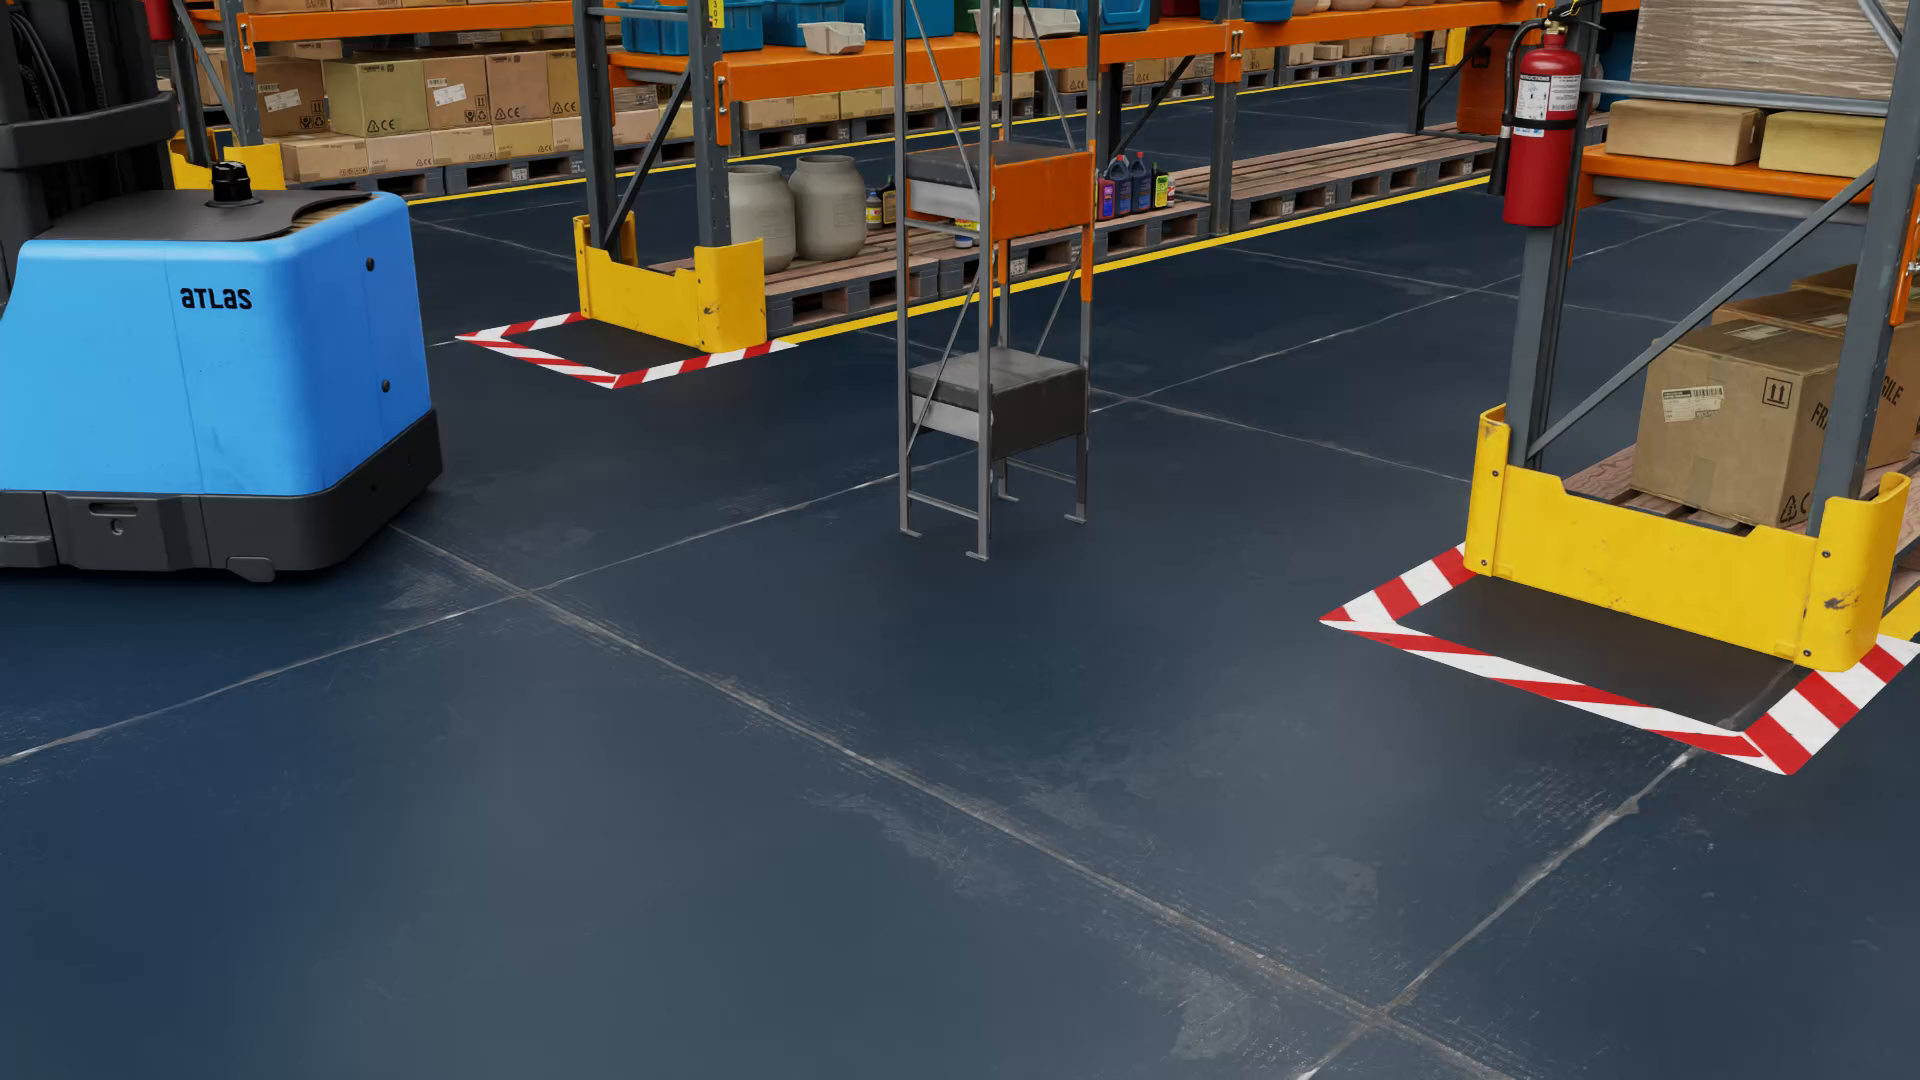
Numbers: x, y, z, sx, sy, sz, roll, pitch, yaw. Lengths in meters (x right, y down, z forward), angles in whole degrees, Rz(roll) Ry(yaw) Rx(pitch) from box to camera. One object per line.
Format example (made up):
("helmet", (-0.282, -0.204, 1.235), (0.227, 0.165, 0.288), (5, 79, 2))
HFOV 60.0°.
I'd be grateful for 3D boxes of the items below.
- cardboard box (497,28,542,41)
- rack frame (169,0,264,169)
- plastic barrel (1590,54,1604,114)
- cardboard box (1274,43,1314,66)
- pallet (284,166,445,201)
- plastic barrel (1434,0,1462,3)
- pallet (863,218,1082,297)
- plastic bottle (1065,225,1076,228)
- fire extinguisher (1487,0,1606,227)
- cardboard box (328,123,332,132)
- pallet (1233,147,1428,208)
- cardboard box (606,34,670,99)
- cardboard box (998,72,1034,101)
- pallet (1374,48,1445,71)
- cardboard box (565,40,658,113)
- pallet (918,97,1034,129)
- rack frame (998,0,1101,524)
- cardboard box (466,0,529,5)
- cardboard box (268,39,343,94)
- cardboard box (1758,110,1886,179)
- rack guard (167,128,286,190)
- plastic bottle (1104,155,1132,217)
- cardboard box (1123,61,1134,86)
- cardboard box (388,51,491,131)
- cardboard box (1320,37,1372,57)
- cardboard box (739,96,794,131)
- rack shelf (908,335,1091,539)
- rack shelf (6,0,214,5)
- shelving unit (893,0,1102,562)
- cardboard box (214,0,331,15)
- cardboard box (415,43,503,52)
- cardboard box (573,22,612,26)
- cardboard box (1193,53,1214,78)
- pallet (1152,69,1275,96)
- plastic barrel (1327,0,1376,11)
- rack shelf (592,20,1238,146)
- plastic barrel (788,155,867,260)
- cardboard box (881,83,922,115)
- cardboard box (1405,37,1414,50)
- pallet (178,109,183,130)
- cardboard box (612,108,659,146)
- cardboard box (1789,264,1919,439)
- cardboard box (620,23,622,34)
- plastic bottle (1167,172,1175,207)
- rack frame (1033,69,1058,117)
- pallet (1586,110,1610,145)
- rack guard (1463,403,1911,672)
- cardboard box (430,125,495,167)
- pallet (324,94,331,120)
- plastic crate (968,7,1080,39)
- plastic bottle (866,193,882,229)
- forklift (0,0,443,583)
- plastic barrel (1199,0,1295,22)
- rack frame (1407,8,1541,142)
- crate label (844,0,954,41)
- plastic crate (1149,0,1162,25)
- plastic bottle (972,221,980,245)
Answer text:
("cardboard box", (-4.950, -5.318, 18.101), (0.700, 0.500, 0.500), (19, 28, 40))
("rack frame", (-5.015, -3.674, 10.952), (1.000, 3.000, 0.127), (19, 28, 41))
("plastic barrel", (5.559, -4.112, 14.974), (0.421, 0.512, 0.421), (0, 21, 0))
("cardboard box", (3.805, -5.762, 19.520), (0.500, 0.311, 0.500), (19, 28, 41))
("pallet", (-4.511, -2.579, 11.991), (1.003, 0.211, 1.213), (19, 28, 41))
("plastic barrel", (3.548, -4.224, 12.227), (0.421, 0.512, 0.421), (0, 21, 0))
("pallet", (-0.027, -1.682, 9.657), (1.003, 0.211, 1.213), (19, 28, 41))
("plastic bottle", (0.604, -1.984, 9.740), (0.135, 0.276, 0.152), (-20, 28, -41))
("fire extinguisher", (1.671, -1.243, 4.736), (0.296, 0.674, 0.183), (19, 28, 41))
("cardboard box", (-4.512, -2.930, 12.263), (0.500, 0.250, 0.500), (19, 28, 41))
("pallet", (2.693, -2.686, 12.269), (1.003, 0.211, 1.213), (19, 28, 41))
("cardboard box", (-2.772, -3.924, 13.804), (0.500, 0.500, 0.500), (19, 28, 41))
("cardboard box", (0.374, -4.446, 16.209), (0.500, 0.250, 0.500), (-19, 28, -41))
("pallet", (5.539, -6.260, 21.568), (1.003, 0.211, 1.213), (19, 28, 41))
("cardboard box", (-2.748, -3.665, 13.131), (0.500, 0.500, 0.500), (19, 28, 41))
("pallet", (-0.036, -4.227, 16.277), (1.003, 0.211, 1.213), (19, 28, 41))
("rack frame", (0.286, -1.085, 5.472), (0.400, 2.100, 0.015), (19, 28, 41))
("cardboard box", (-3.602, -4.236, 12.275), (0.500, 0.500, 0.700), (-19, 28, -40))
("cardboard box", (-6.471, -4.703, 16.499), (0.500, 0.500, 0.500), (17, 27, 37))
("cardboard box", (2.450, -1.090, 4.579), (0.380, 0.149, 0.250), (19, 28, 41))
("rack guard", (-5.031, -2.501, 11.384), (1.175, 0.500, 0.348), (19, 28, 41))
("plastic bottle", (0.946, -2.143, 10.048), (0.144, 0.351, 0.185), (18, 27, 38))
("cardboard box", (1.450, -4.950, 17.144), (0.500, 0.500, 0.500), (18, 27, 39))
("cardboard box", (-3.794, -3.279, 12.127), (0.500, 0.500, 0.500), (19, 28, 41))
("cardboard box", (4.664, -6.283, 20.606), (0.797, 0.503, 0.637), (19, 28, 41))
("cardboard box", (-1.765, -3.656, 14.153), (0.500, 0.250, 0.500), (18, 28, 39))
("rack shelf", (0.115, -0.357, 5.565), (0.431, 0.518, 0.480), (19, 28, 41))
("rack shelf", (-7.171, -5.091, 15.641), (1.077, 0.370, 4.000), (19, 28, 41))
("shelving unit", (0.115, -1.023, 5.309), (0.431, 2.100, 0.503), (19, 28, 41))
("cardboard box", (-4.680, -3.837, 11.238), (0.700, 0.500, 0.500), (19, 28, 41))
("cardboard box", (-3.817, -3.538, 12.799), (0.500, 0.500, 0.500), (19, 28, 41))
("cardboard box", (-4.248, -5.895, 18.557), (0.500, 0.250, 0.500), (19, 28, 40))
("cardboard box", (2.517, -5.345, 18.170), (0.500, 0.500, 0.500), (20, 29, 41))
("pallet", (2.816, -5.238, 18.909), (1.003, 0.211, 1.213), (19, 28, 41))
("plastic barrel", (2.659, -3.904, 11.362), (0.433, 0.535, 0.433), (0, 21, 0))
("rack shelf", (-0.073, -2.611, 9.190), (1.077, 0.370, 4.000), (19, 28, 41))
("plastic barrel", (-0.714, -1.785, 8.920), (0.421, 0.512, 0.421), (0, 21, 0))
("cardboard box", (-0.693, -4.052, 15.182), (0.500, 0.250, 0.500), (-20, 28, -41))
("cardboard box", (5.597, -6.386, 21.345), (0.380, 0.166, 0.250), (19, 28, 41))
("pallet", (-7.921, -3.830, 15.246), (1.003, 0.211, 1.213), (19, 28, 41))
("cardboard box", (-2.747, -3.315, 13.264), (0.500, 0.250, 0.500), (19, 28, 41))
("cardboard box", (3.371, -0.697, 6.107), (0.500, 0.500, 0.500), (-17, 27, -37))
("cardboard box", (-3.893, -5.706, 19.110), (0.700, 0.500, 0.500), (19, 28, 41))
("plastic bottle", (1.292, -2.189, 10.376), (0.097, 0.201, 0.097), (0, 21, 0))
("rack frame", (0.566, -5.730, 16.302), (1.000, 3.000, 0.127), (19, 28, 41))
("pallet", (5.484, -3.713, 14.941), (1.003, 0.211, 1.213), (19, 28, 41))
("rack guard", (2.134, -0.046, 4.998), (1.175, 0.500, 0.348), (19, 28, 41))
("cardboard box", (-3.786, -2.926, 12.254), (0.500, 0.250, 0.500), (19, 28, 41))
("pallet", (-6.219, -4.458, 16.878), (1.003, 0.211, 1.213), (19, 28, 41))
("plastic crate", (0.371, -2.857, 9.195), (0.530, 0.136, 0.437), (19, 28, 41))
("plastic bottle", (-0.501, -1.914, 9.661), (0.097, 0.201, 0.097), (0, 21, 0))
("forklift", (-3.410, -1.428, 5.205), (3.031, 2.935, 1.130), (1, 21, 4))
("plastic barrel", (1.809, -3.719, 10.370), (0.600, 0.901, 0.708), (19, 28, 41))
("rack frame", (4.113, -4.489, 13.074), (1.000, 3.000, 0.127), (19, 28, 41))
("crate label", (-0.378, -2.990, 9.124), (0.502, 0.435, 0.616), (19, 28, 41))
("plastic crate", (0.866, -3.330, 10.143), (0.767, 0.338, 0.504), (19, 28, 41))
("plastic bottle", (0.092, -1.747, 9.226), (0.097, 0.201, 0.097), (0, 21, 0))
